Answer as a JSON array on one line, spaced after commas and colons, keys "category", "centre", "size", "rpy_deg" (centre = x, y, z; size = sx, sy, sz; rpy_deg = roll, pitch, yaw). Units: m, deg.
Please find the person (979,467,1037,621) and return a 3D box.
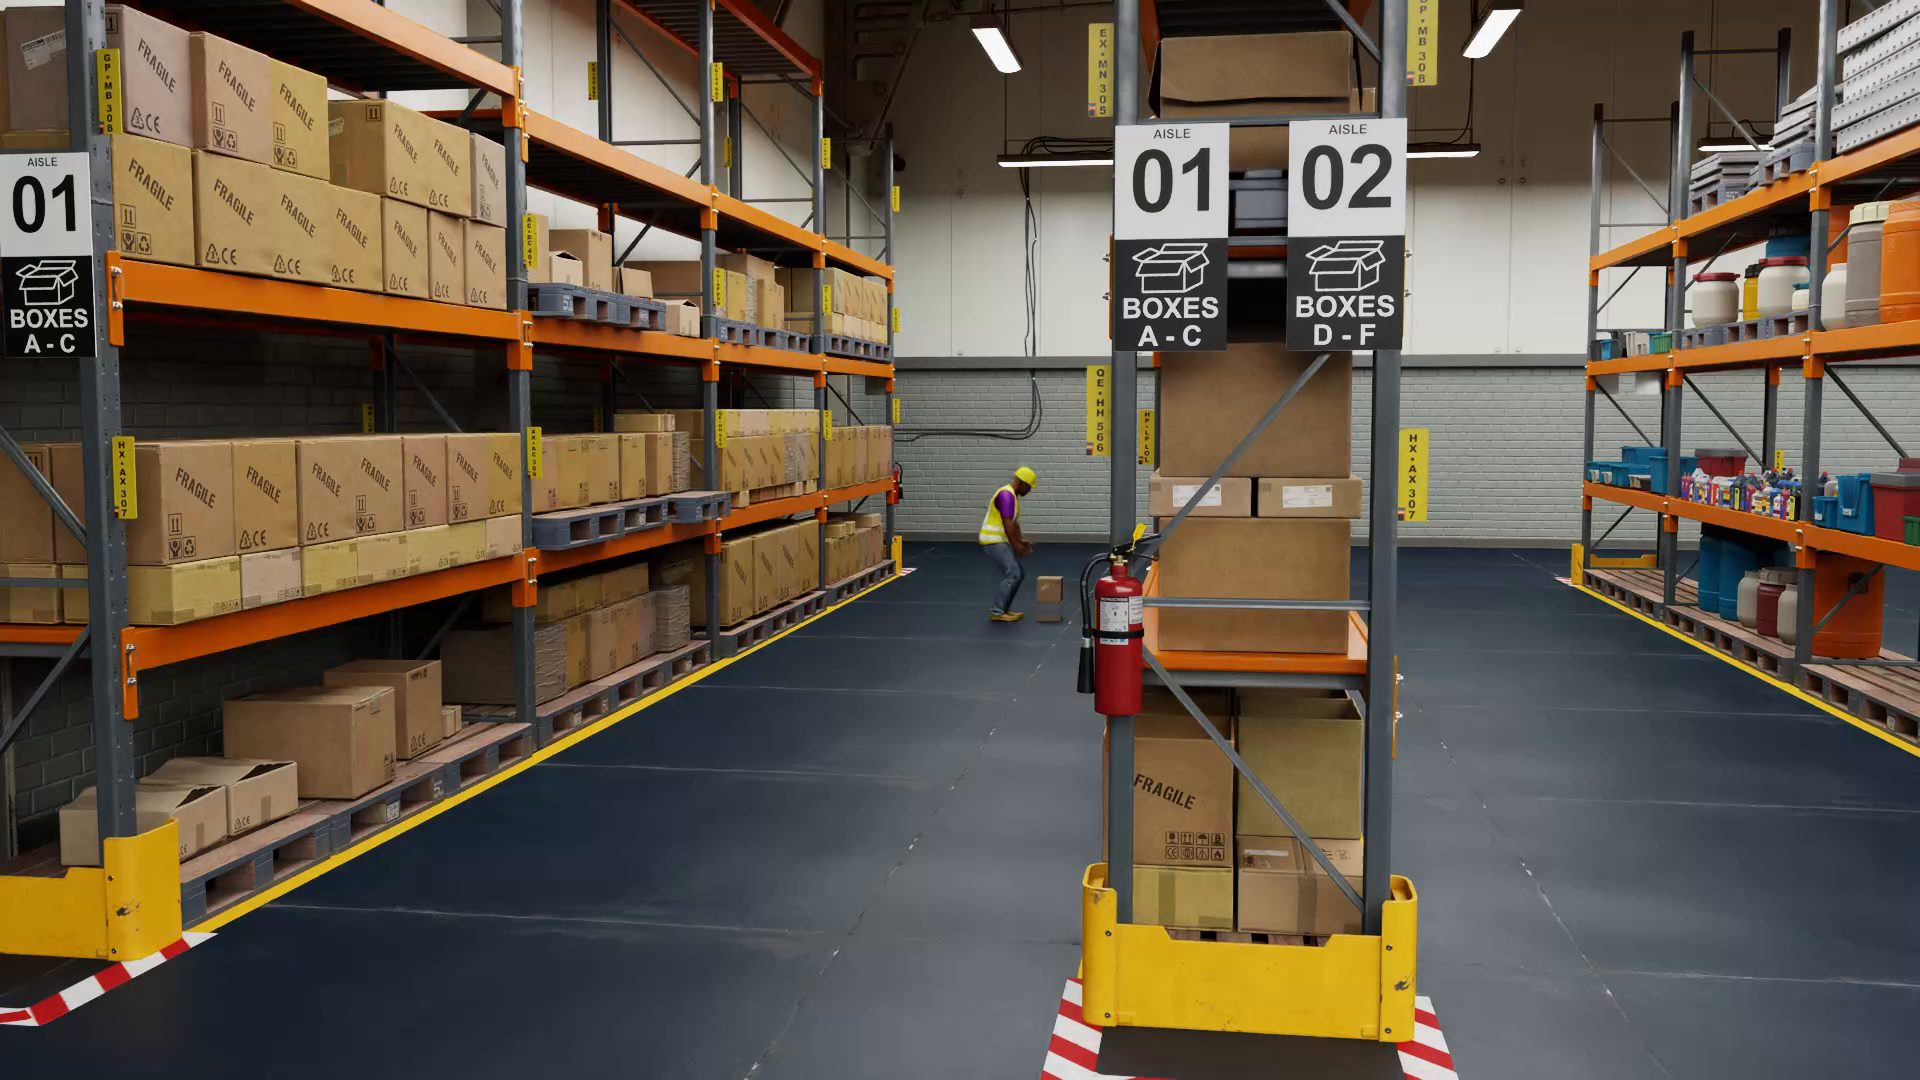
[{"category": "person", "centre": [0.513, 0.035, 17.553], "size": [0.599, 1.613, 0.616], "rpy_deg": [1, 5, 10]}]
